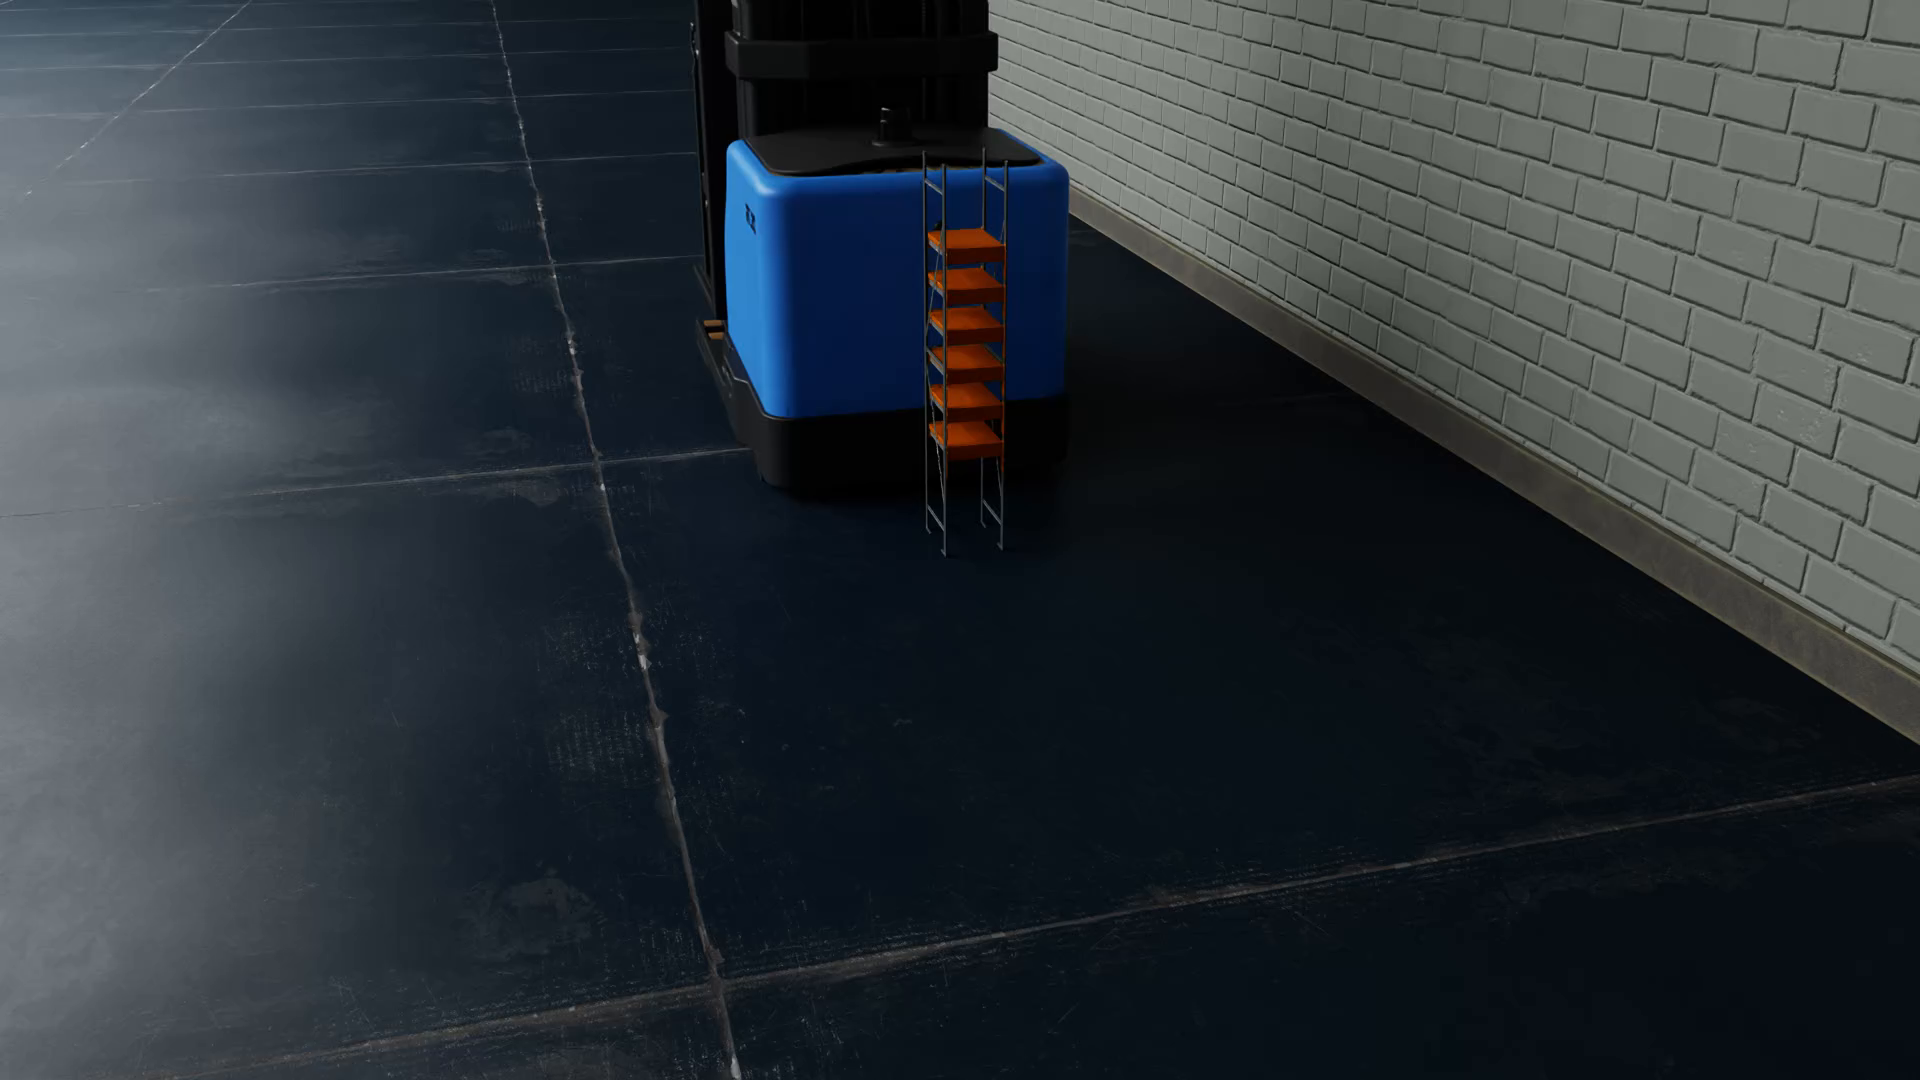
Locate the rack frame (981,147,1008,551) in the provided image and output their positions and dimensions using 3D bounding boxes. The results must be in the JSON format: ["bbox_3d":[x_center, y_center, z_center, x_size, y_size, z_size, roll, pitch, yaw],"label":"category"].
[{"bbox_3d":[0.102,-0.563,5.040,0.006,1.200,0.240,-6,24,-14],"label":"rack frame"}]

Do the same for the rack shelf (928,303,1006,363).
[{"bbox_3d":[0.014,-0.622,4.987,0.180,0.103,0.258,-6,24,-14],"label":"rack shelf"}]

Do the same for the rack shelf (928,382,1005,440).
[{"bbox_3d":[0.014,-0.402,5.082,0.180,0.103,0.258,-6,24,-14],"label":"rack shelf"}]

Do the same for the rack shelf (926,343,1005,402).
[{"bbox_3d":[0.014,-0.512,5.035,0.180,0.103,0.258,-6,24,-14],"label":"rack shelf"}]

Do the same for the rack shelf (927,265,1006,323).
[{"bbox_3d":[0.014,-0.733,4.940,0.180,0.103,0.258,-6,24,-14],"label":"rack shelf"}]

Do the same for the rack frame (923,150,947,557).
[{"bbox_3d":[-0.074,-0.543,4.994,0.006,1.200,0.240,-6,24,-14],"label":"rack frame"}]

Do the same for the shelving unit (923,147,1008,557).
[{"bbox_3d":[0.014,-0.553,5.017,0.189,1.200,0.258,-6,24,-14],"label":"shelving unit"}]

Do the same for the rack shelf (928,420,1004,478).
[{"bbox_3d":[0.014,-0.292,5.129,0.180,0.103,0.258,-6,24,-14],"label":"rack shelf"}]

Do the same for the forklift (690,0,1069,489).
[{"bbox_3d":[-0.493,-2.069,6.356,1.130,2.935,3.031,-6,24,-13],"label":"forklift"}]

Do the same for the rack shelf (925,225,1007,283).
[{"bbox_3d":[0.014,-0.843,4.893,0.180,0.103,0.258,-6,24,-14],"label":"rack shelf"}]
